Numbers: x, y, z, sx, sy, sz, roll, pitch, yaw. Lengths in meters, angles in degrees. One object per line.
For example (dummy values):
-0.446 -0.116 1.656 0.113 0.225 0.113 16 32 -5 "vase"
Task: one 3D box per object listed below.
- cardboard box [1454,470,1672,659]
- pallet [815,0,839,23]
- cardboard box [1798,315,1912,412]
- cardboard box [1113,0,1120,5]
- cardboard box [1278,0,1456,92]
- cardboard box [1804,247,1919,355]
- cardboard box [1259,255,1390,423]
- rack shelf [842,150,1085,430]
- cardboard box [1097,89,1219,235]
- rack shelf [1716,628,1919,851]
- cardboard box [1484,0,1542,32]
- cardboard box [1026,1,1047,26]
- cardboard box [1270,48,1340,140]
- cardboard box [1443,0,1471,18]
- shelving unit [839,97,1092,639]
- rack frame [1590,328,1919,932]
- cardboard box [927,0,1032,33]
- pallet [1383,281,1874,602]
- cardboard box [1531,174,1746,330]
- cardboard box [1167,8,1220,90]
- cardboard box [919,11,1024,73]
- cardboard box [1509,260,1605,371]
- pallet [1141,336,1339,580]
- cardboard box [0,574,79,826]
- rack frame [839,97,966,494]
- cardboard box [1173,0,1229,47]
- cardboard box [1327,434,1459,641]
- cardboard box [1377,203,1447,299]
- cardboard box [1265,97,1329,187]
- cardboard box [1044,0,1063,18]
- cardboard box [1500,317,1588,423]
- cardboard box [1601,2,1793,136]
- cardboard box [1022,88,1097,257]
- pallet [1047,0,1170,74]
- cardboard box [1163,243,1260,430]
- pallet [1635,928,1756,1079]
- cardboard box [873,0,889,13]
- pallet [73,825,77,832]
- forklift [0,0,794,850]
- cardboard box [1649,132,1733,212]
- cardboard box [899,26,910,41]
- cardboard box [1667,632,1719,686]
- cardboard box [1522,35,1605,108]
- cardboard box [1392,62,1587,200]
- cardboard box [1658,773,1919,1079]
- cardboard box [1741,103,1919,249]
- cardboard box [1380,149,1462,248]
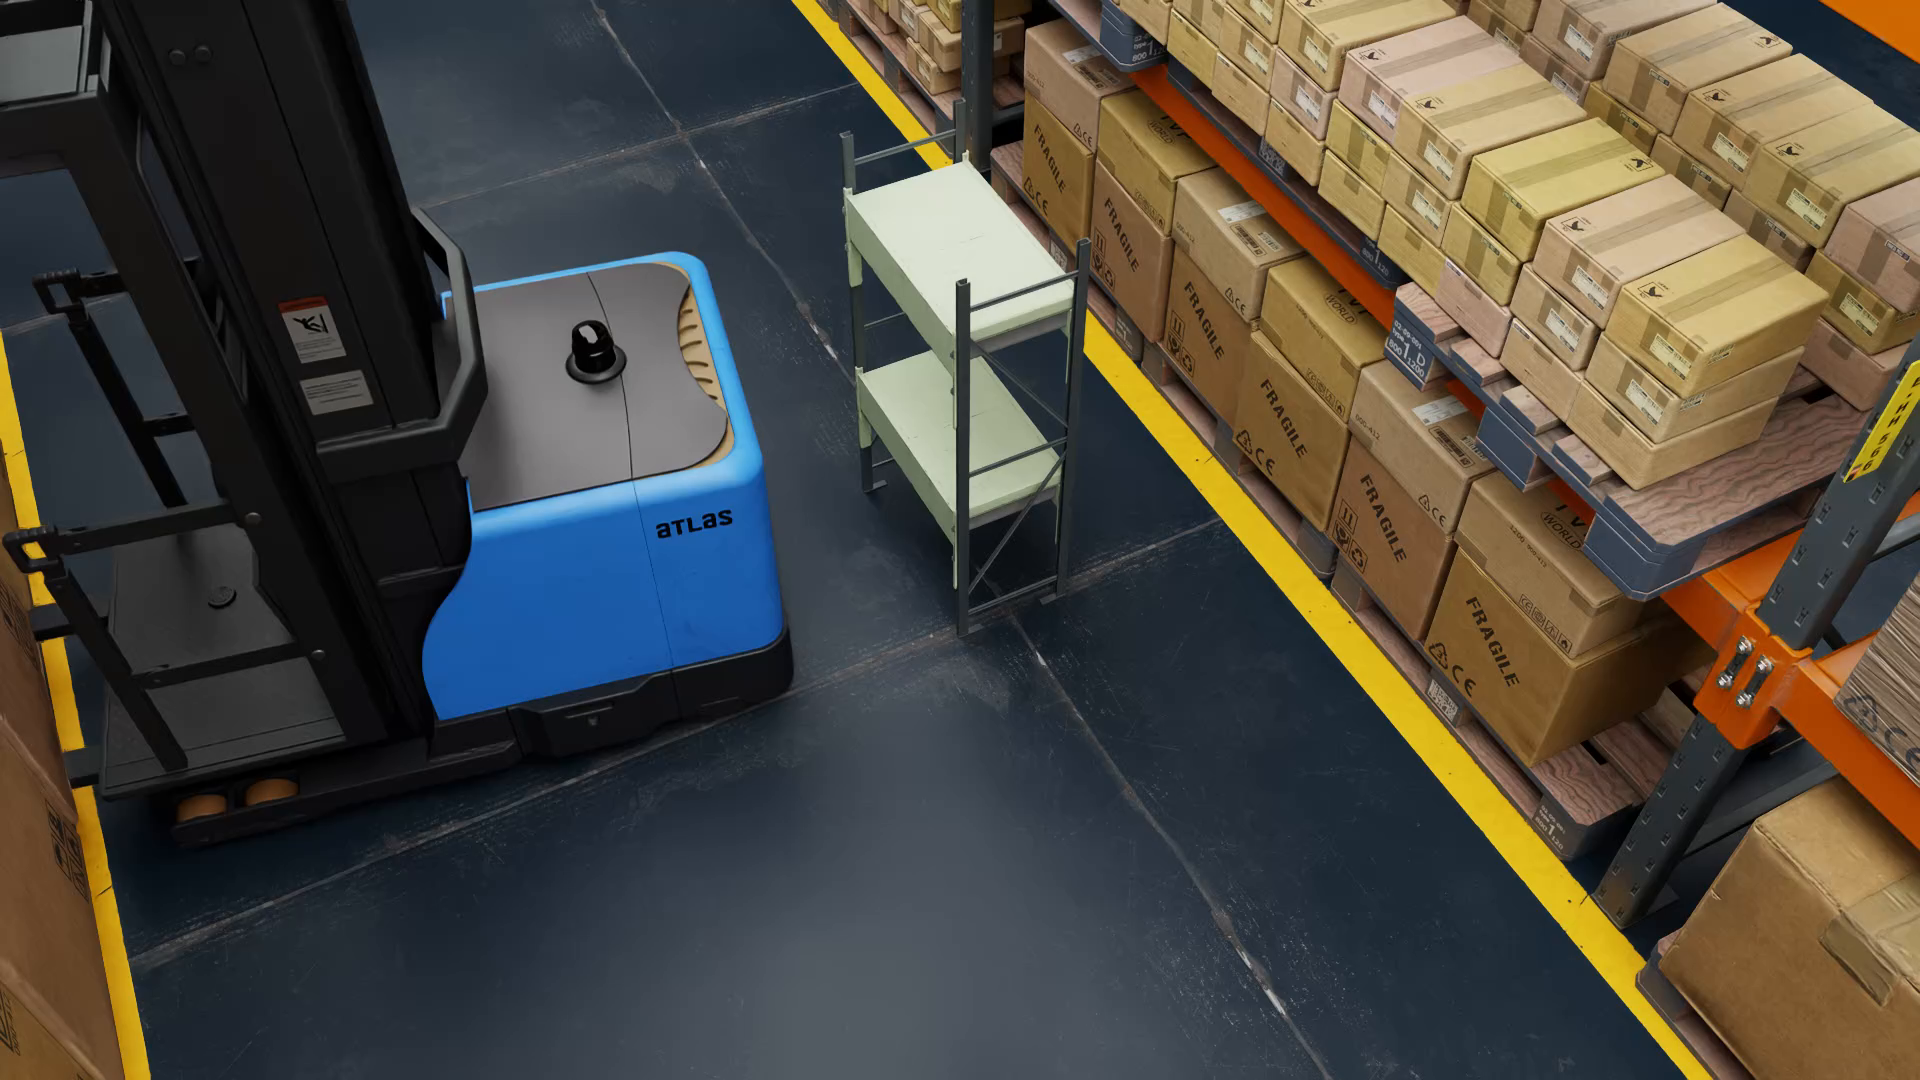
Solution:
1.760 -0.007 4.647 0.500 0.250 0.500 -22 52 -18 "cardboard box"
-0.425 -3.091 8.314 1.003 0.211 1.213 -21 52 -18 "pallet"
2.281 -0.502 4.084 0.380 0.149 0.250 -22 52 -18 "cardboard box"
0.604 -1.867 5.278 0.380 0.149 0.250 -21 52 -17 "cardboard box"
1.084 -1.365 4.444 0.380 0.149 0.250 -19 51 -16 "cardboard box"
2.263 -0.623 3.993 0.380 0.149 0.250 -19 52 -16 "cardboard box"
1.300 -0.687 5.241 0.500 0.250 0.500 -20 52 -17 "cardboard box"
0.003 -0.746 4.888 0.431 0.370 0.720 -21 52 -18 "rack shelf"
0.825 -1.376 5.844 0.500 0.250 0.500 -20 52 -17 "cardboard box"
3.221 1.498 2.925 1.077 0.370 4.000 -21 52 -18 "rack shelf"
1.664 -1.584 4.635 0.380 0.149 0.250 -20 52 -16 "cardboard box"
0.473 -2.487 7.547 0.380 0.149 0.250 -20 52 -16 "cardboard box"
1.083 -1.267 4.556 0.380 0.149 0.250 -20 52 -17 "cardboard box"
1.546 -1.664 4.903 0.380 0.149 0.250 -19 52 -16 "cardboard box"
0.003 -0.489 5.182 0.431 1.500 0.755 -21 52 -18 "shelving unit"
2.306 -0.077 3.825 1.000 3.000 0.127 -21 52 -18 "rack frame"
0.081 -2.299 6.987 0.380 0.149 0.250 -20 52 -17 "cardboard box"
1.885 -0.455 4.282 1.213 0.211 1.003 -21 52 -18 "pallet"
1.561 -0.668 3.834 0.380 0.149 0.250 -22 52 -18 "cardboard box"
0.849 -1.516 4.971 0.380 0.149 0.250 -22 52 -18 "cardboard box"
0.049 -2.154 7.058 0.380 0.149 0.250 -20 52 -17 "cardboard box"
1.551 -0.583 3.957 0.380 0.149 0.250 -19 52 -16 "cardboard box"
1.395 -0.498 6.046 1.003 0.211 1.213 -21 52 -18 "pallet"
-3.261 0.467 4.482 1.225 0.875 0.875 -23 53 -19 "cardboard box"
-0.164 -0.734 5.396 0.400 1.500 0.023 -21 52 -18 "rack frame"
0.852 -1.610 4.855 0.380 0.149 0.250 -22 52 -18 "cardboard box"
1.538 -0.092 5.219 0.500 0.500 0.500 -19 52 -16 "cardboard box"
1.331 -0.812 4.355 0.380 0.149 0.250 -22 52 -18 "cardboard box"
1.089 -1.165 4.664 0.380 0.149 0.250 -20 52 -16 "cardboard box"
0.594 -2.405 7.278 0.380 0.149 0.250 -19 51 -16 "cardboard box"
1.559 -0.472 4.058 0.380 0.149 0.250 -21 52 -18 "cardboard box"
1.912 -1.227 4.323 0.380 0.149 0.250 -23 53 -19 "cardboard box"
0.578 -1.484 6.437 0.500 0.500 0.500 -19 52 -16 "cardboard box"
0.696 -2.130 5.747 1.003 0.211 1.213 -21 52 -18 "pallet"
1.073 -0.785 5.825 0.500 0.500 0.500 -20 52 -17 "cardboard box"
2.600 1.394 4.390 1.003 0.211 1.213 -21 52 -18 "pallet"
-0.224 -2.504 7.364 0.380 0.149 0.250 -23 53 -19 "cardboard box"
-2.999 1.112 4.637 1.003 0.211 1.213 -21 52 -18 "pallet"
-2.104 -0.503 4.243 3.031 2.935 1.130 -12 50 -11 "forklift"
2.012 -0.982 4.306 0.380 0.149 0.250 -23 53 -19 "cardboard box"
-0.051 -2.302 7.386 0.380 0.149 0.250 -20 52 -17 "cardboard box"
2.209 0.046 5.099 0.500 0.500 0.500 -23 53 -19 "cardboard box"
1.783 -1.318 4.600 0.380 0.149 0.250 -21 52 -17 "cardboard box"
1.316 -1.021 4.143 0.380 0.149 0.250 -20 52 -16 "cardboard box"
2.505 0.963 4.130 1.050 0.750 0.750 -22 52 -18 "cardboard box"
2.141 -0.884 4.023 0.380 0.149 0.250 -22 53 -18 "cardboard box"
1.315 -0.926 4.257 0.380 0.149 0.250 -21 52 -17 "cardboard box"
